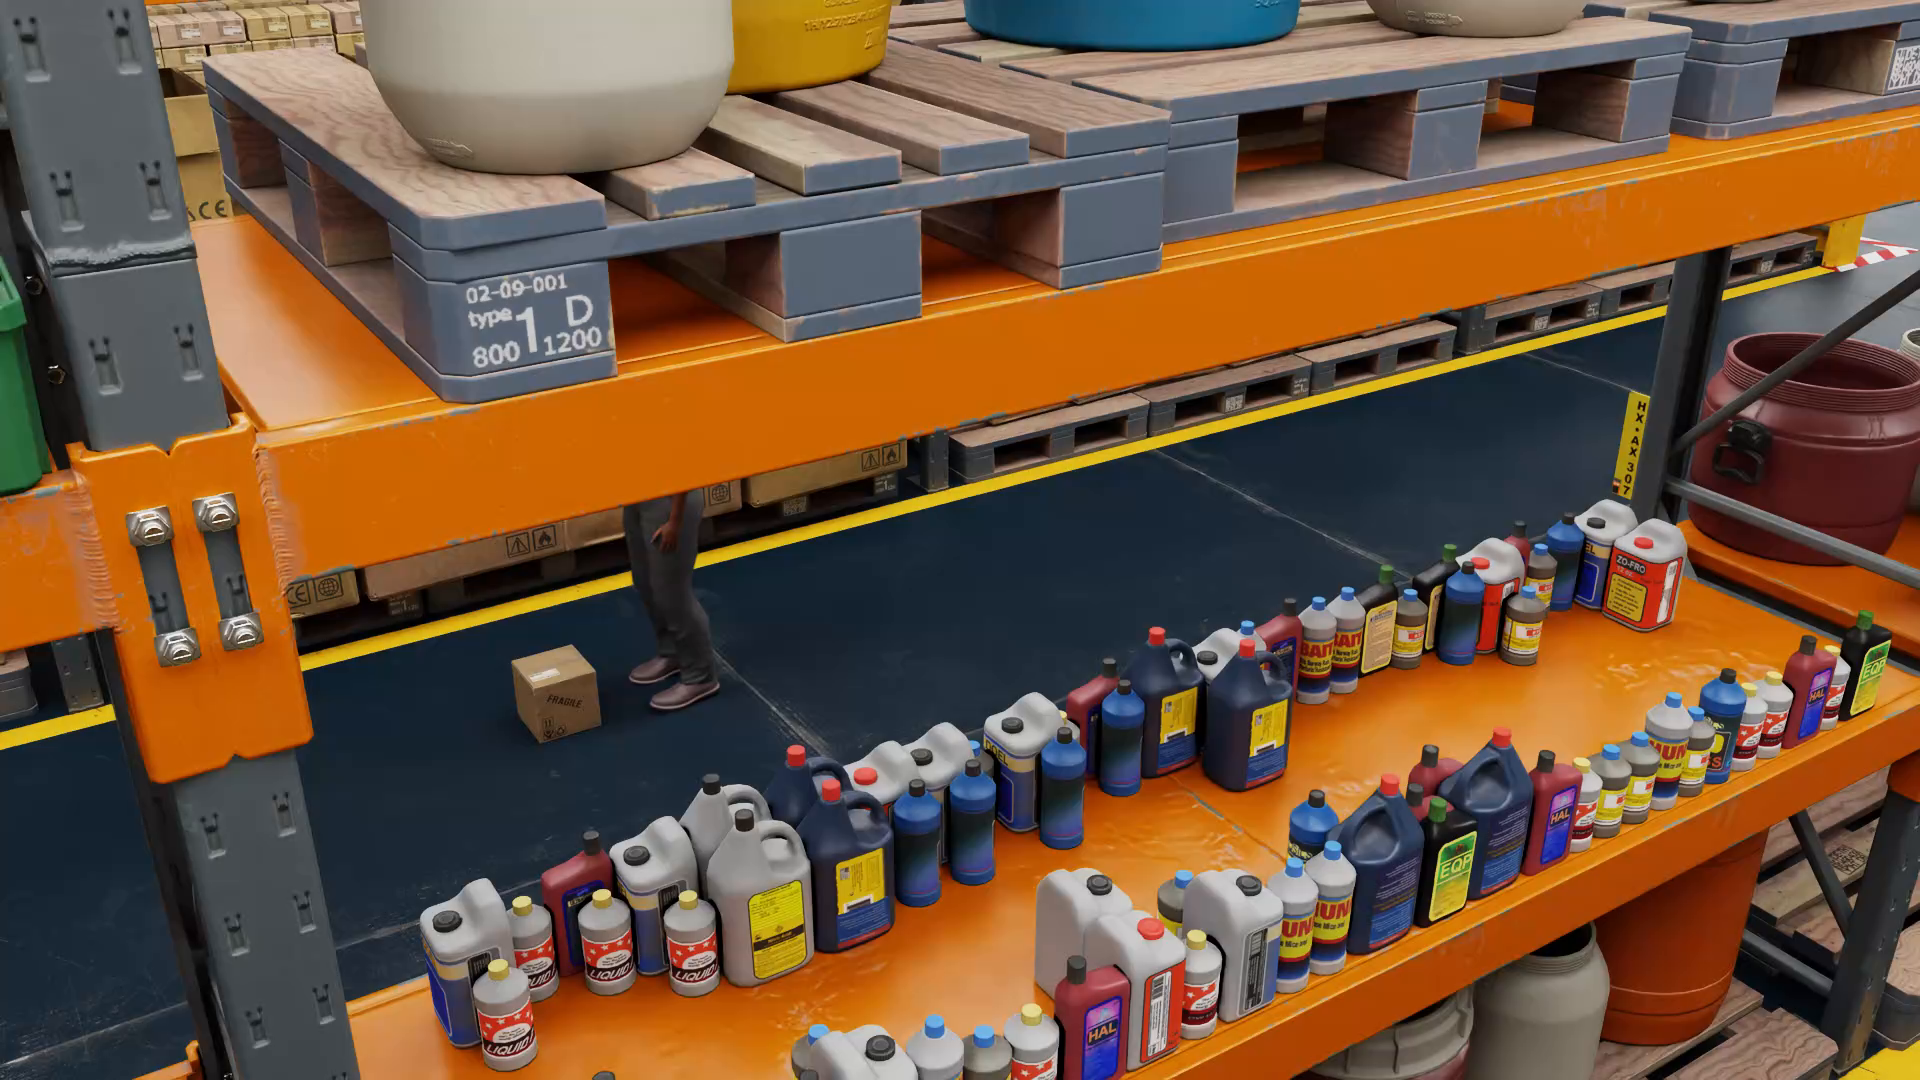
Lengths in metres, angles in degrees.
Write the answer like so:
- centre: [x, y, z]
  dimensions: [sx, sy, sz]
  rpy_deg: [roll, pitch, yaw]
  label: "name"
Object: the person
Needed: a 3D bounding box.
- centre: [-1.153, -0.138, 6.415]
  dimensions: [0.300, 1.656, 0.438]
  rpy_deg: [-15, 29, -28]
  label: "person"
